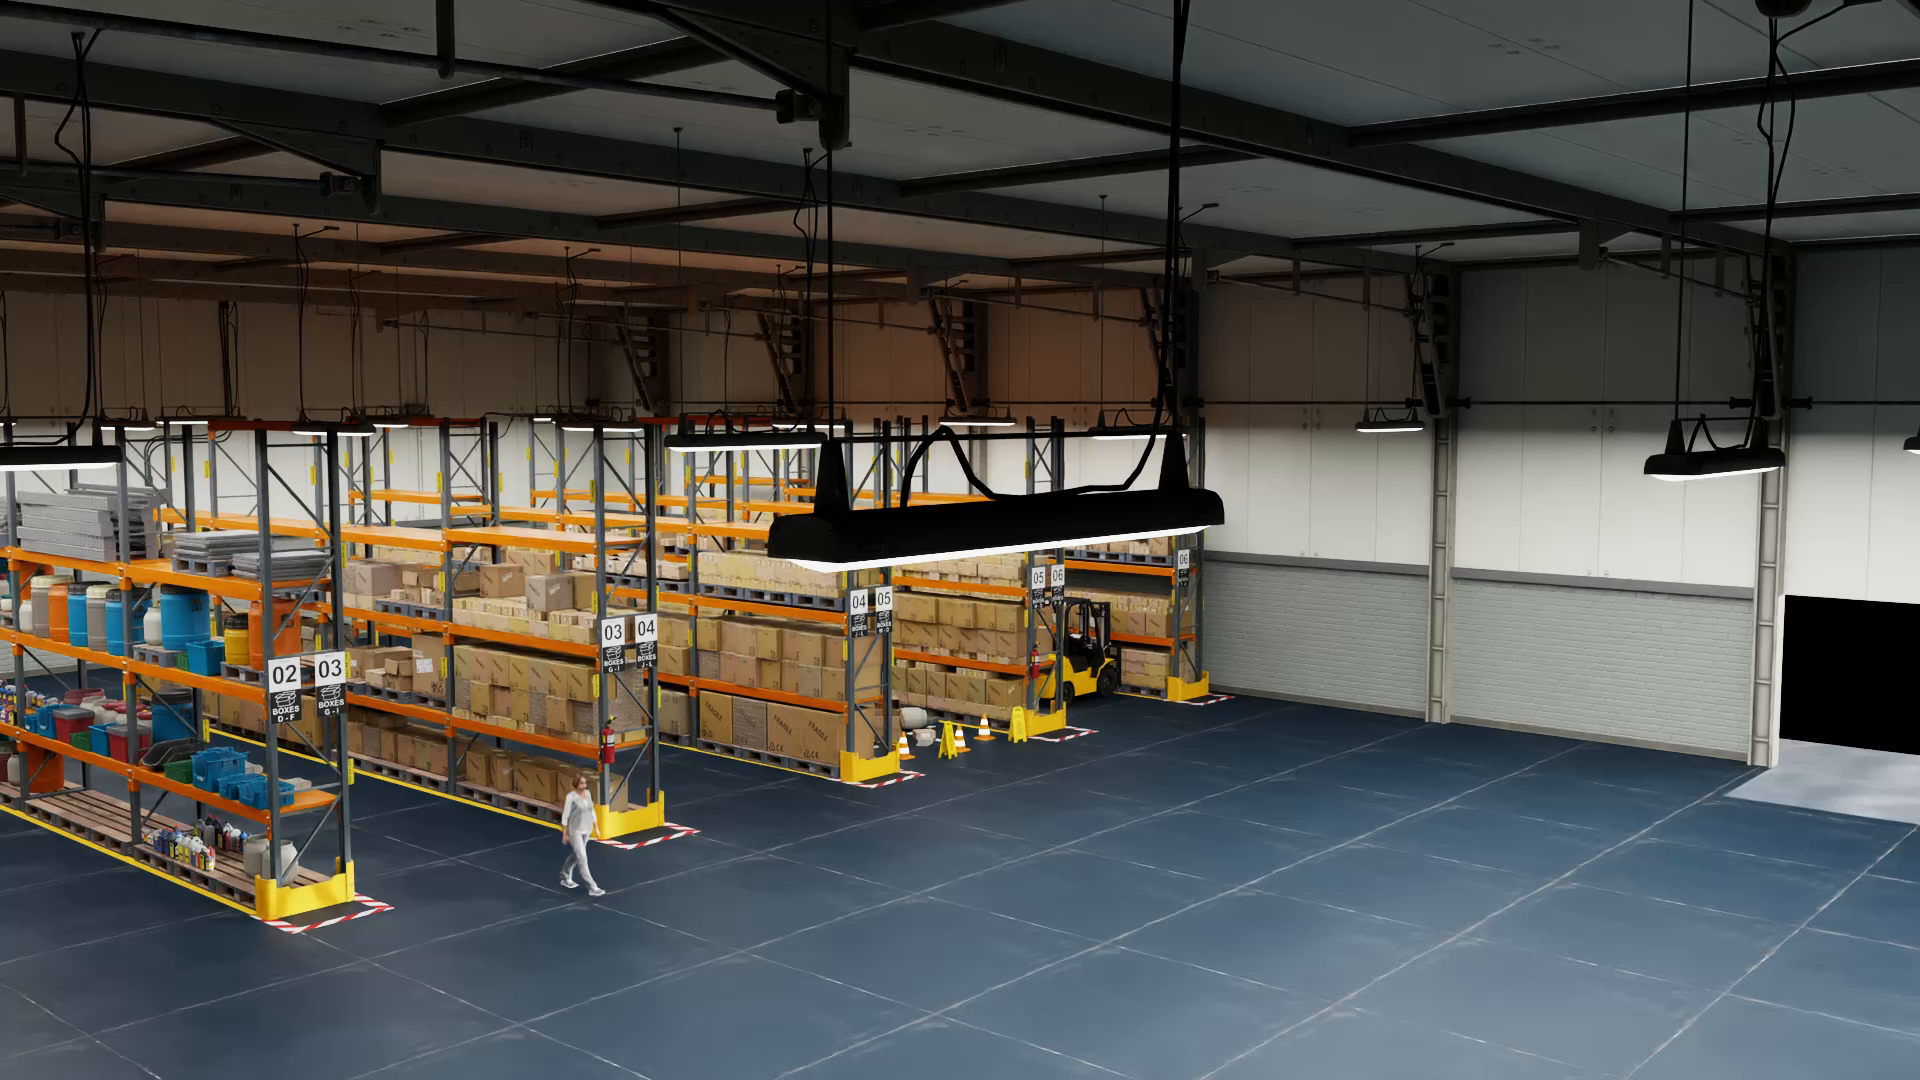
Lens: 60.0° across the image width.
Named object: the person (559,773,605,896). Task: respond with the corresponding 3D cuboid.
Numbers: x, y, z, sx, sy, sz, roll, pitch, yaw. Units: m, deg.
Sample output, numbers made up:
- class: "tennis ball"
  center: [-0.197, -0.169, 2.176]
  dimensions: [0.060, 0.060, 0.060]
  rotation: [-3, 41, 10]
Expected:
- class: "person"
  center: [-4.832, 3.761, 21.348]
  dimensions: [0.968, 1.546, 0.433]
  rotation: [3, 5, 30]
